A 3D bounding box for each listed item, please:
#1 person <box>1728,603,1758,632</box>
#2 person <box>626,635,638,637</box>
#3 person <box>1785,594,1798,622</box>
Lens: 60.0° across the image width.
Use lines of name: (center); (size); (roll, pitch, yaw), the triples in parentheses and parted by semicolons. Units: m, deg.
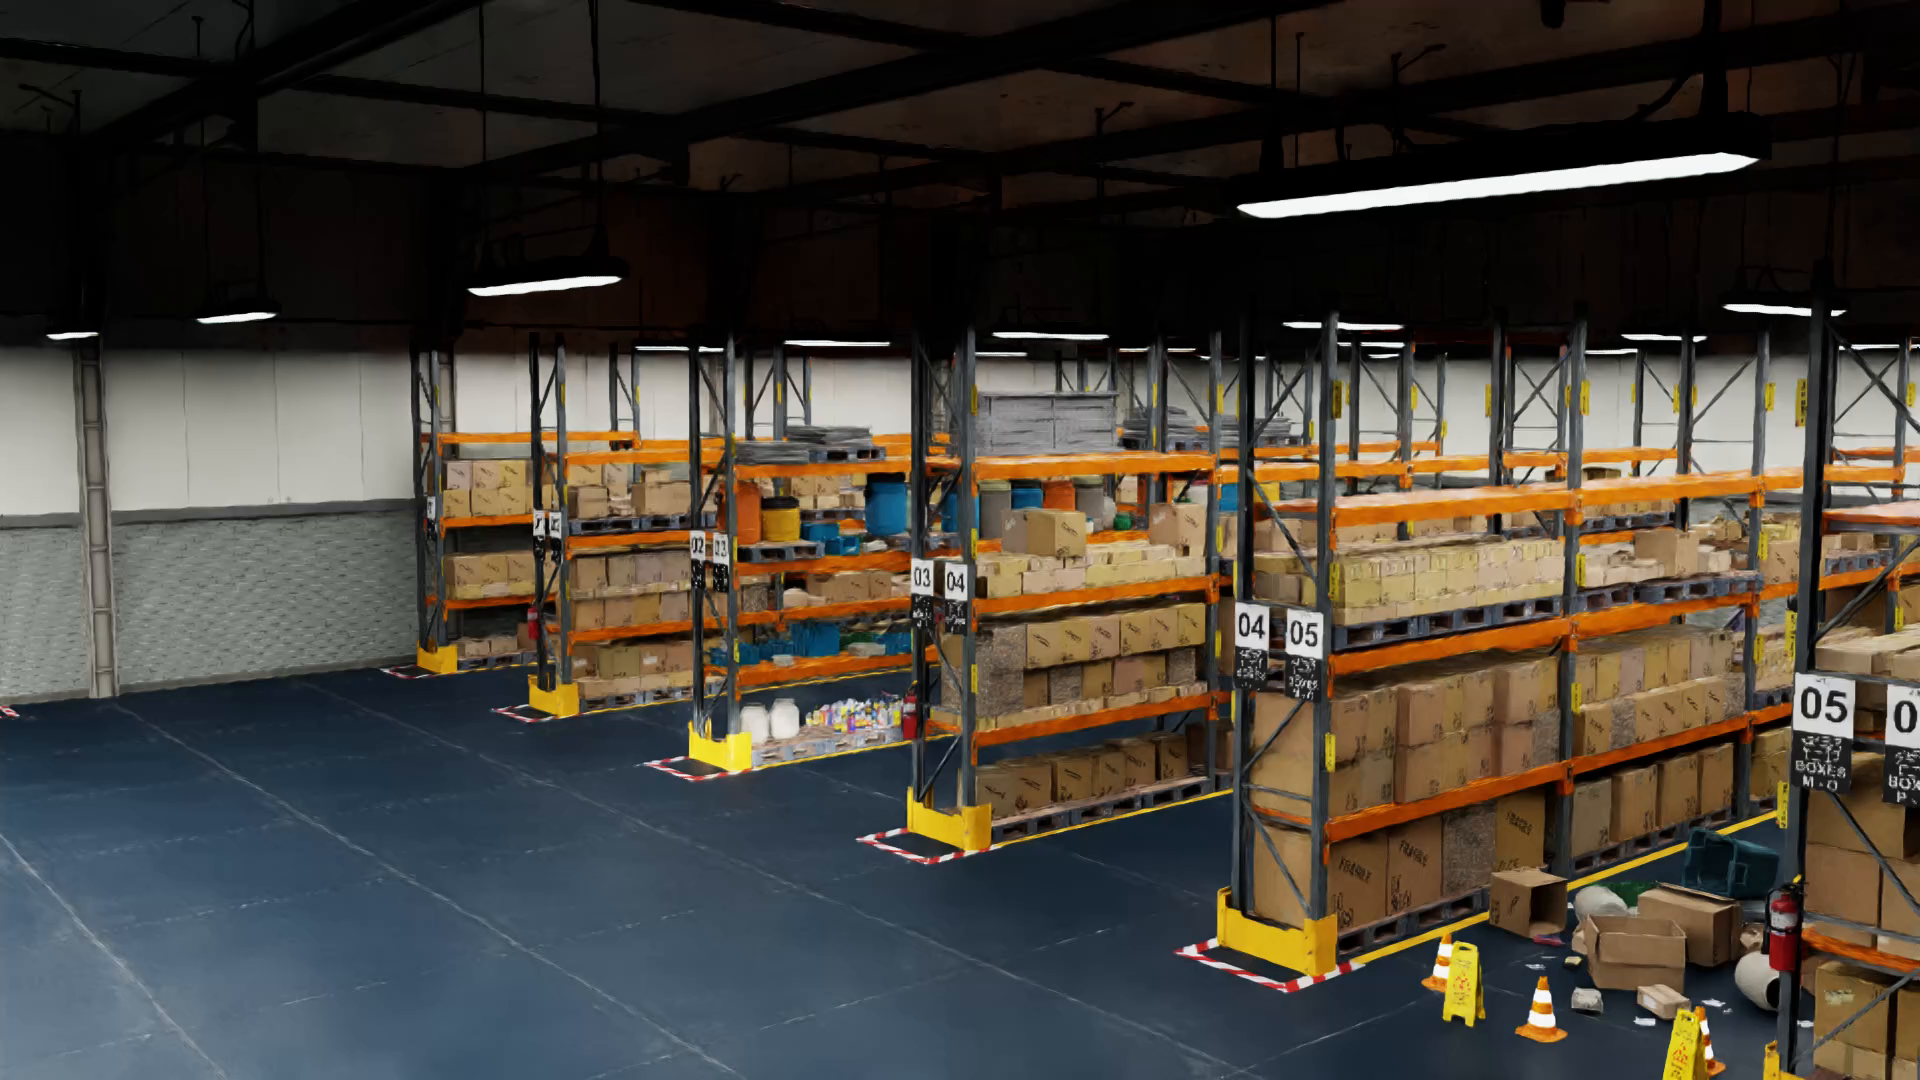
person: (13.120, 1.751, 27.945); (0.598, 1.642, 0.551); (-1, 5, -12)
person: (-5.882, 1.542, 29.969); (0.431, 1.684, 0.555); (2, 6, 21)
person: (15.582, 1.485, 30.869); (0.961, 1.672, 0.576); (-2, 6, -17)
